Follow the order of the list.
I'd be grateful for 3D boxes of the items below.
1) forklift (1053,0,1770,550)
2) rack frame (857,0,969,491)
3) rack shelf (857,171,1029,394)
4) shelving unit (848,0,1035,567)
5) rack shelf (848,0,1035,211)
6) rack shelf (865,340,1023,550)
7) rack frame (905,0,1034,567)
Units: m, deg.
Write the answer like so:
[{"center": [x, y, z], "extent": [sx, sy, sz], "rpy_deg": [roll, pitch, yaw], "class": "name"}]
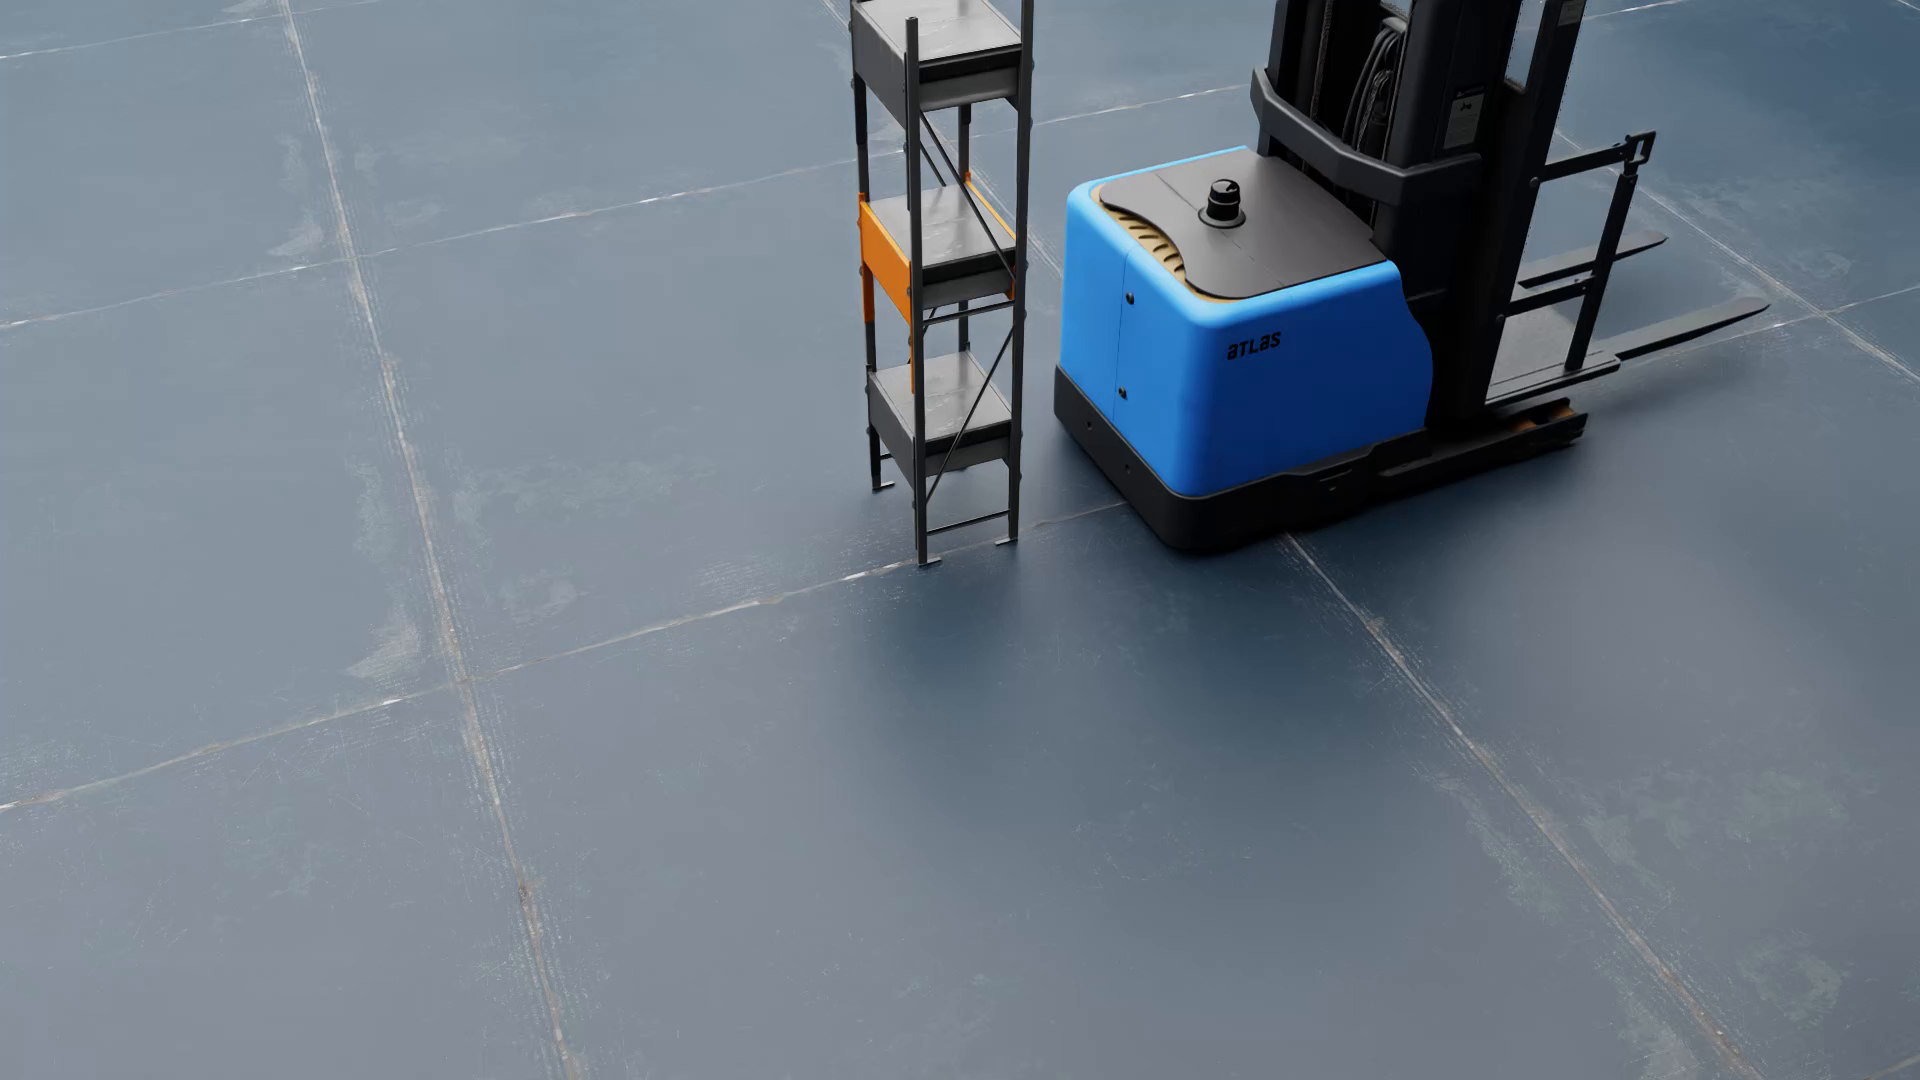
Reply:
[{"center": [1.939, -1.726, 6.009], "extent": [3.031, 2.935, 1.130], "rpy_deg": [-17, 44, -19], "class": "forklift"}, {"center": [-0.157, -1.043, 5.852], "extent": [0.400, 2.100, 0.015], "rpy_deg": [-15, 43, -17], "class": "rack frame"}, {"center": [-0.063, -0.886, 5.690], "extent": [0.431, 0.518, 0.480], "rpy_deg": [-15, 43, -17], "class": "rack shelf"}, {"center": [-0.063, -0.896, 5.681], "extent": [0.431, 2.100, 0.503], "rpy_deg": [-15, 43, -17], "class": "shelving unit"}, {"center": [-0.063, -1.416, 5.234], "extent": [0.431, 0.518, 0.480], "rpy_deg": [-15, 43, -17], "class": "rack shelf"}, {"center": [-0.063, -0.355, 6.147], "extent": [0.431, 0.518, 0.480], "rpy_deg": [-15, 43, -17], "class": "rack shelf"}, {"center": [0.030, -0.749, 5.510], "extent": [0.400, 2.100, 0.015], "rpy_deg": [-15, 43, -17], "class": "rack frame"}]
